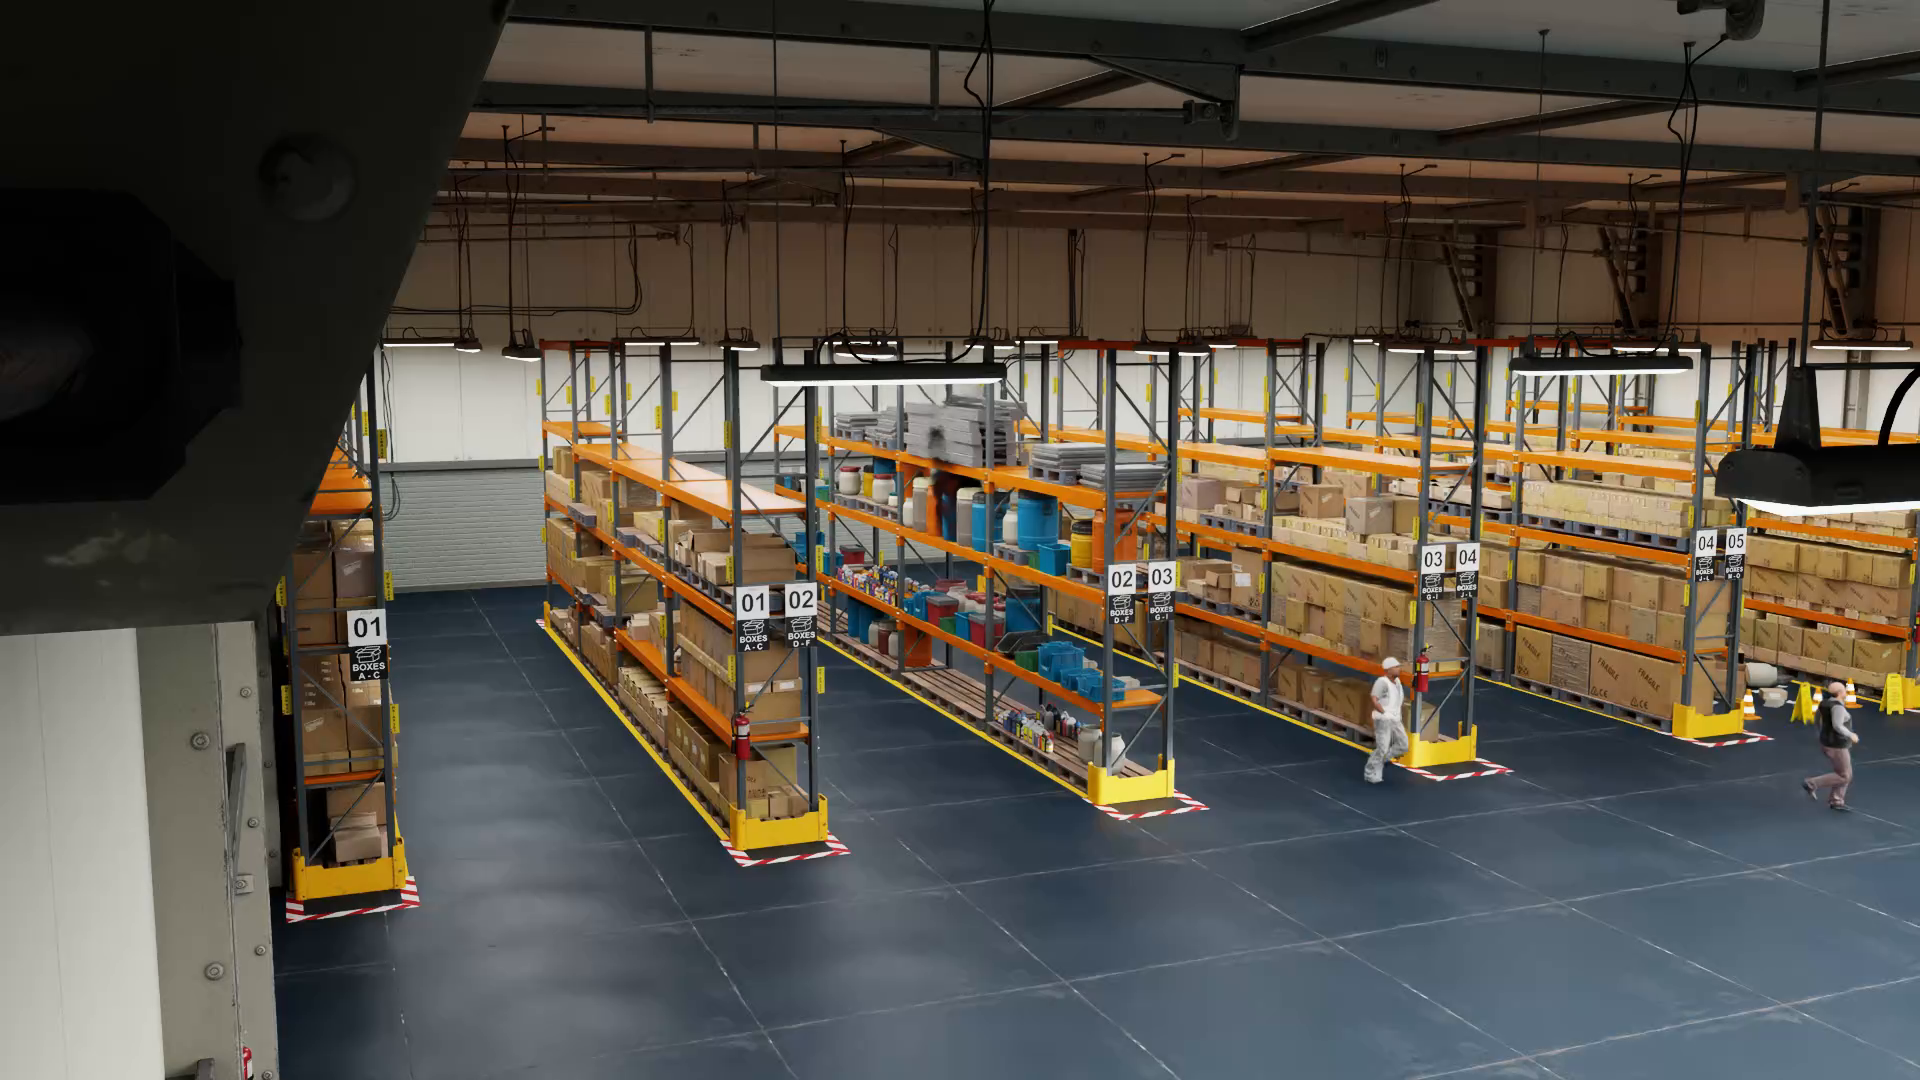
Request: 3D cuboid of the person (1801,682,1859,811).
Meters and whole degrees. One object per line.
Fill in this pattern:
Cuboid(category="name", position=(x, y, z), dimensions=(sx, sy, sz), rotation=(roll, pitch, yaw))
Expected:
Cuboid(category="person", position=(11.347, 2.696, 21.658), dimensions=(0.676, 1.706, 0.660), rotation=(1, 8, 8))

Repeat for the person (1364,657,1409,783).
Cuboid(category="person", position=(5.964, 2.485, 23.019), dimensions=(0.745, 1.721, 0.537), rotation=(-7, 10, -44))
